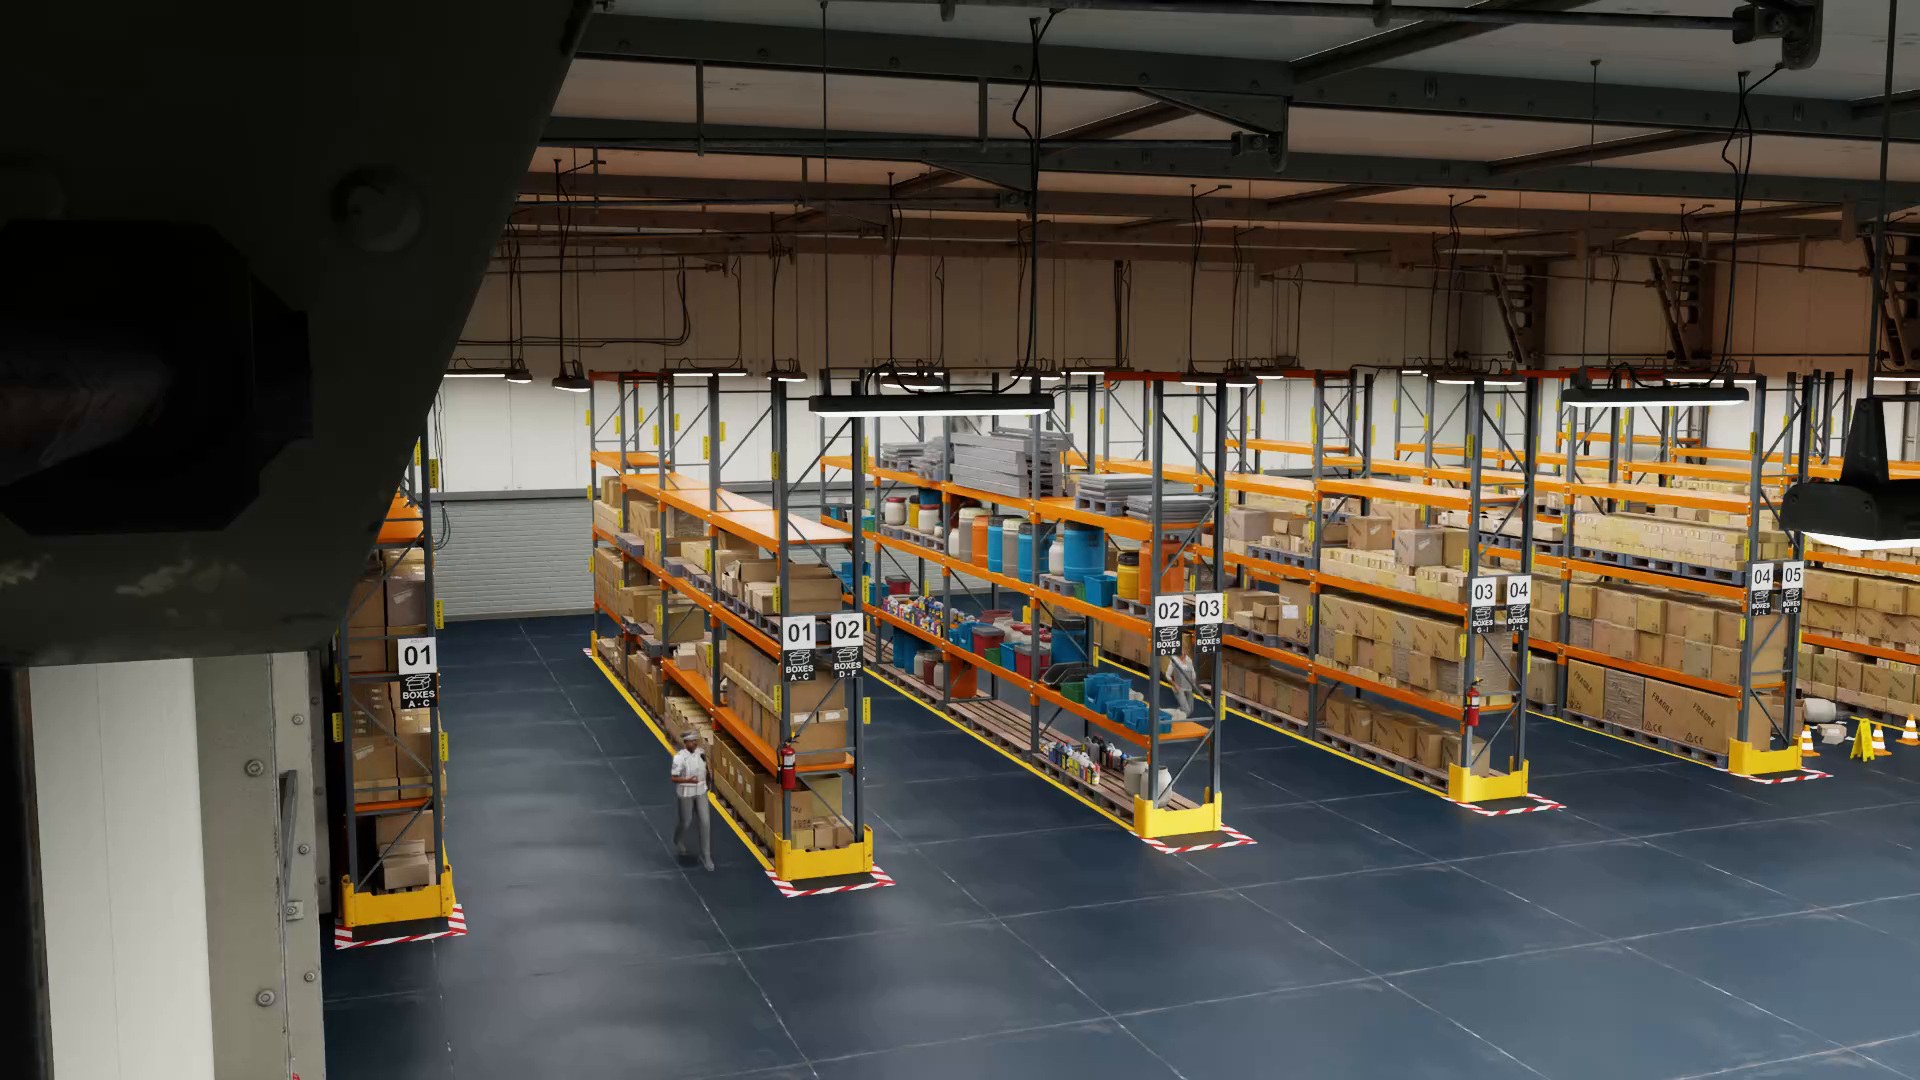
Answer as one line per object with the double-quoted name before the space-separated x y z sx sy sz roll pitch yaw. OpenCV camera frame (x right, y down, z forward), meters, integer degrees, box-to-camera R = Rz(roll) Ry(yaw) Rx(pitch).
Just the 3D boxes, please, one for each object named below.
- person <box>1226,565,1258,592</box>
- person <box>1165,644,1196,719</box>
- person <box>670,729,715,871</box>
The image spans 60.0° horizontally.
"person" 6.218 1.390 36.519 0.719 1.745 0.884 -2 7 -18
"person" 3.658 2.499 27.585 0.535 1.559 0.570 -3 7 -24
"person" -3.346 3.183 20.674 0.570 1.739 0.862 -4 8 -32
